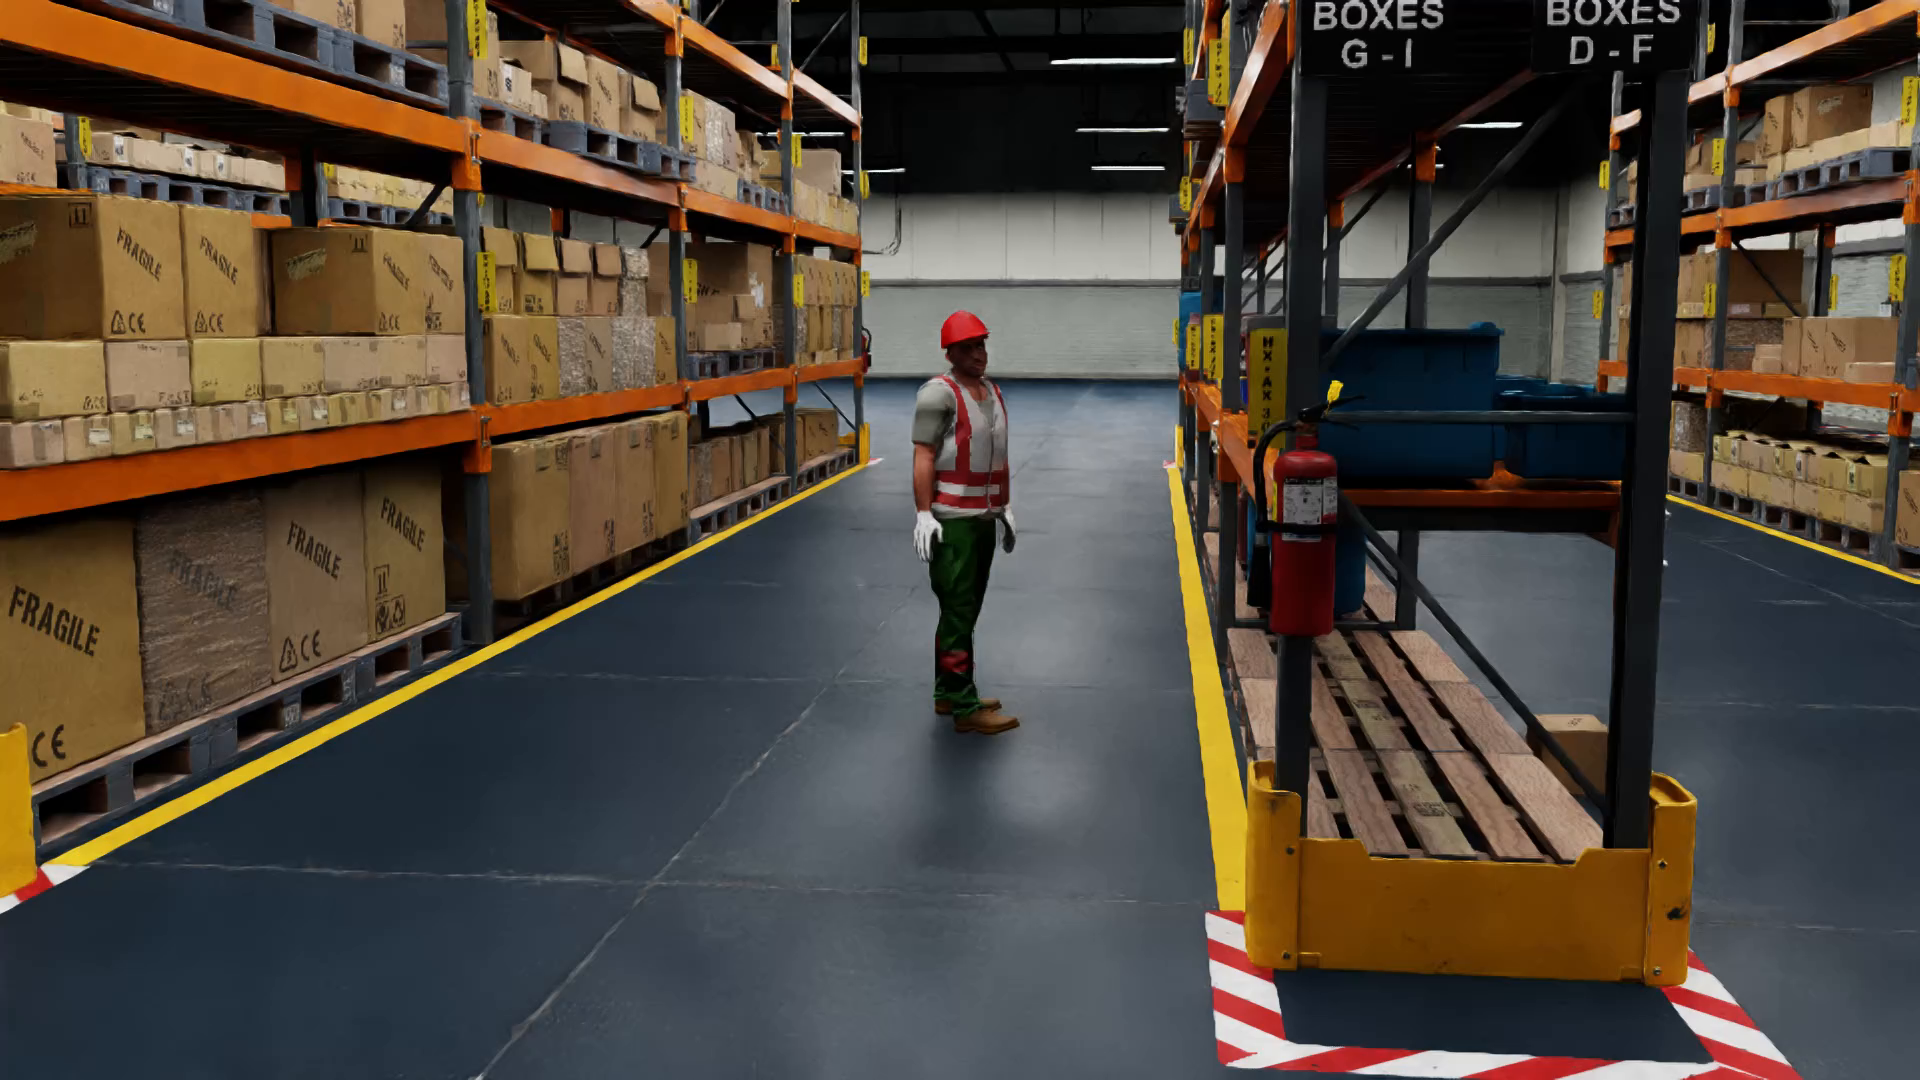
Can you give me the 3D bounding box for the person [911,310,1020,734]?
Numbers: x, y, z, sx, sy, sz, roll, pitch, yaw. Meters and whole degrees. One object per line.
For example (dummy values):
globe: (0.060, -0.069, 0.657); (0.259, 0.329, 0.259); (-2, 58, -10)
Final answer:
person: (0.055, -0.080, 7.108); (0.569, 1.786, 0.663); (5, 9, 34)
